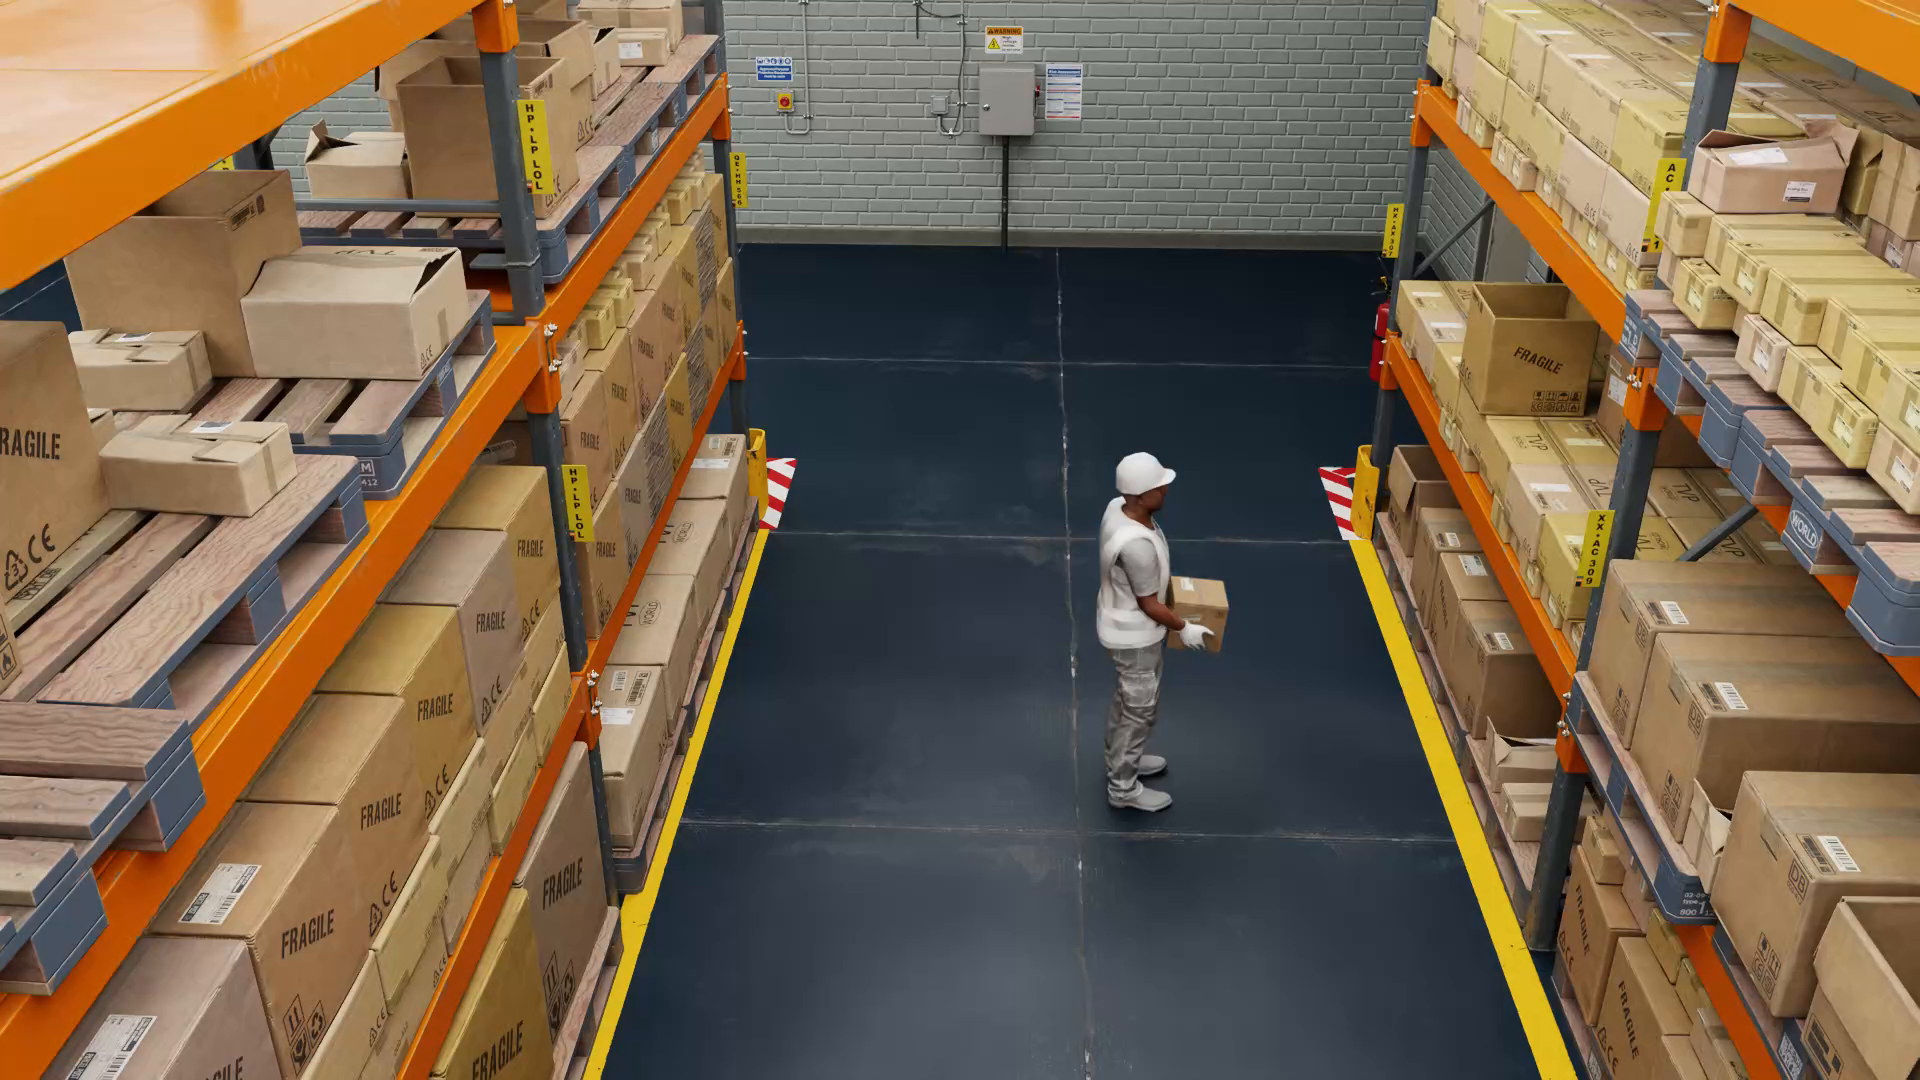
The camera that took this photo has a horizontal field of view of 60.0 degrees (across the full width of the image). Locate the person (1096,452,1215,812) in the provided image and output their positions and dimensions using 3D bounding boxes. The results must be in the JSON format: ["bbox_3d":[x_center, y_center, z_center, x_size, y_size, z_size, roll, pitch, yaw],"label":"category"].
[{"bbox_3d":[0.906,0.417,7.801,0.541,1.789,0.532,1,28,1],"label":"person"}]
